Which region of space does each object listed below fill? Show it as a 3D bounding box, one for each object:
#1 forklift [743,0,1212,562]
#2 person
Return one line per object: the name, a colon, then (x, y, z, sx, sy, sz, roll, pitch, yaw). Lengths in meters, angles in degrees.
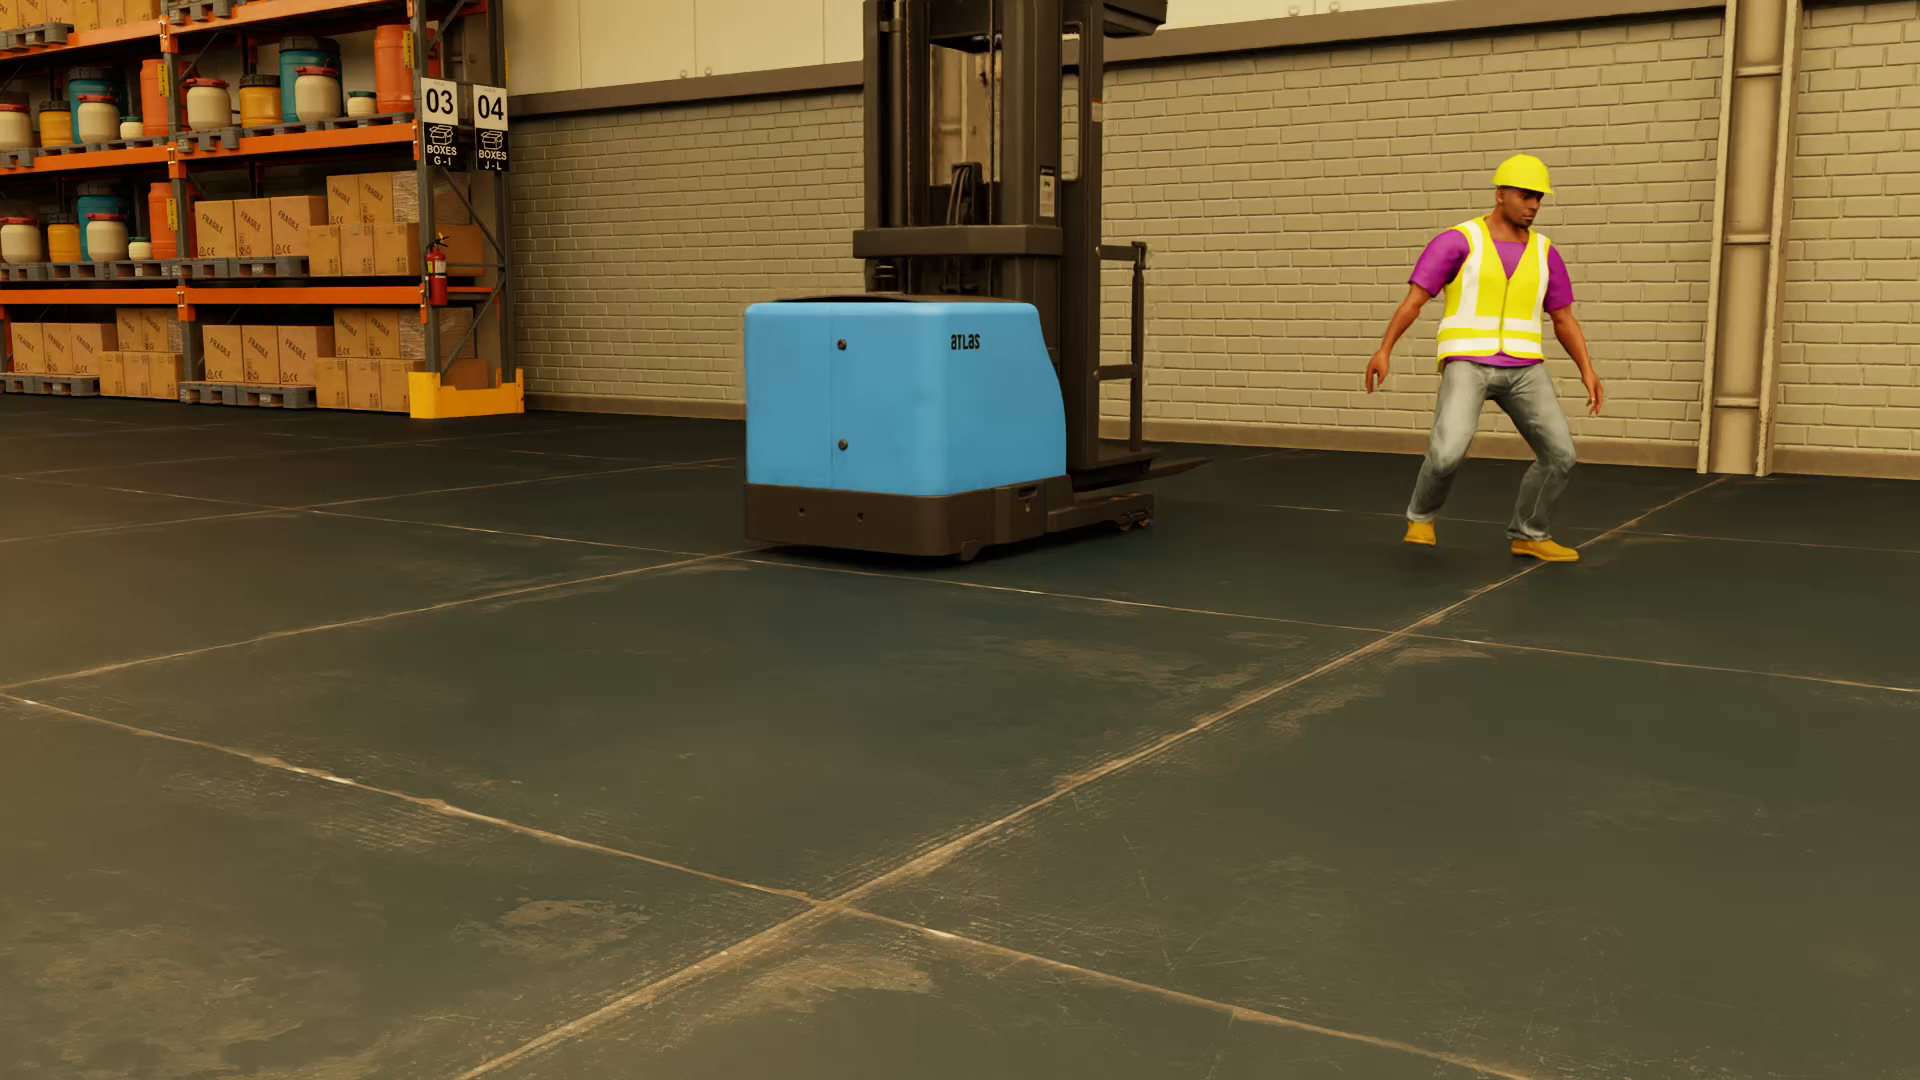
forklift: (0.291, -1.527, 7.932, 1.130, 2.935, 3.031, 5, 10, 33)
person: (2.179, -0.740, 6.894, 0.947, 1.679, 0.493, 0, 8, 0)
